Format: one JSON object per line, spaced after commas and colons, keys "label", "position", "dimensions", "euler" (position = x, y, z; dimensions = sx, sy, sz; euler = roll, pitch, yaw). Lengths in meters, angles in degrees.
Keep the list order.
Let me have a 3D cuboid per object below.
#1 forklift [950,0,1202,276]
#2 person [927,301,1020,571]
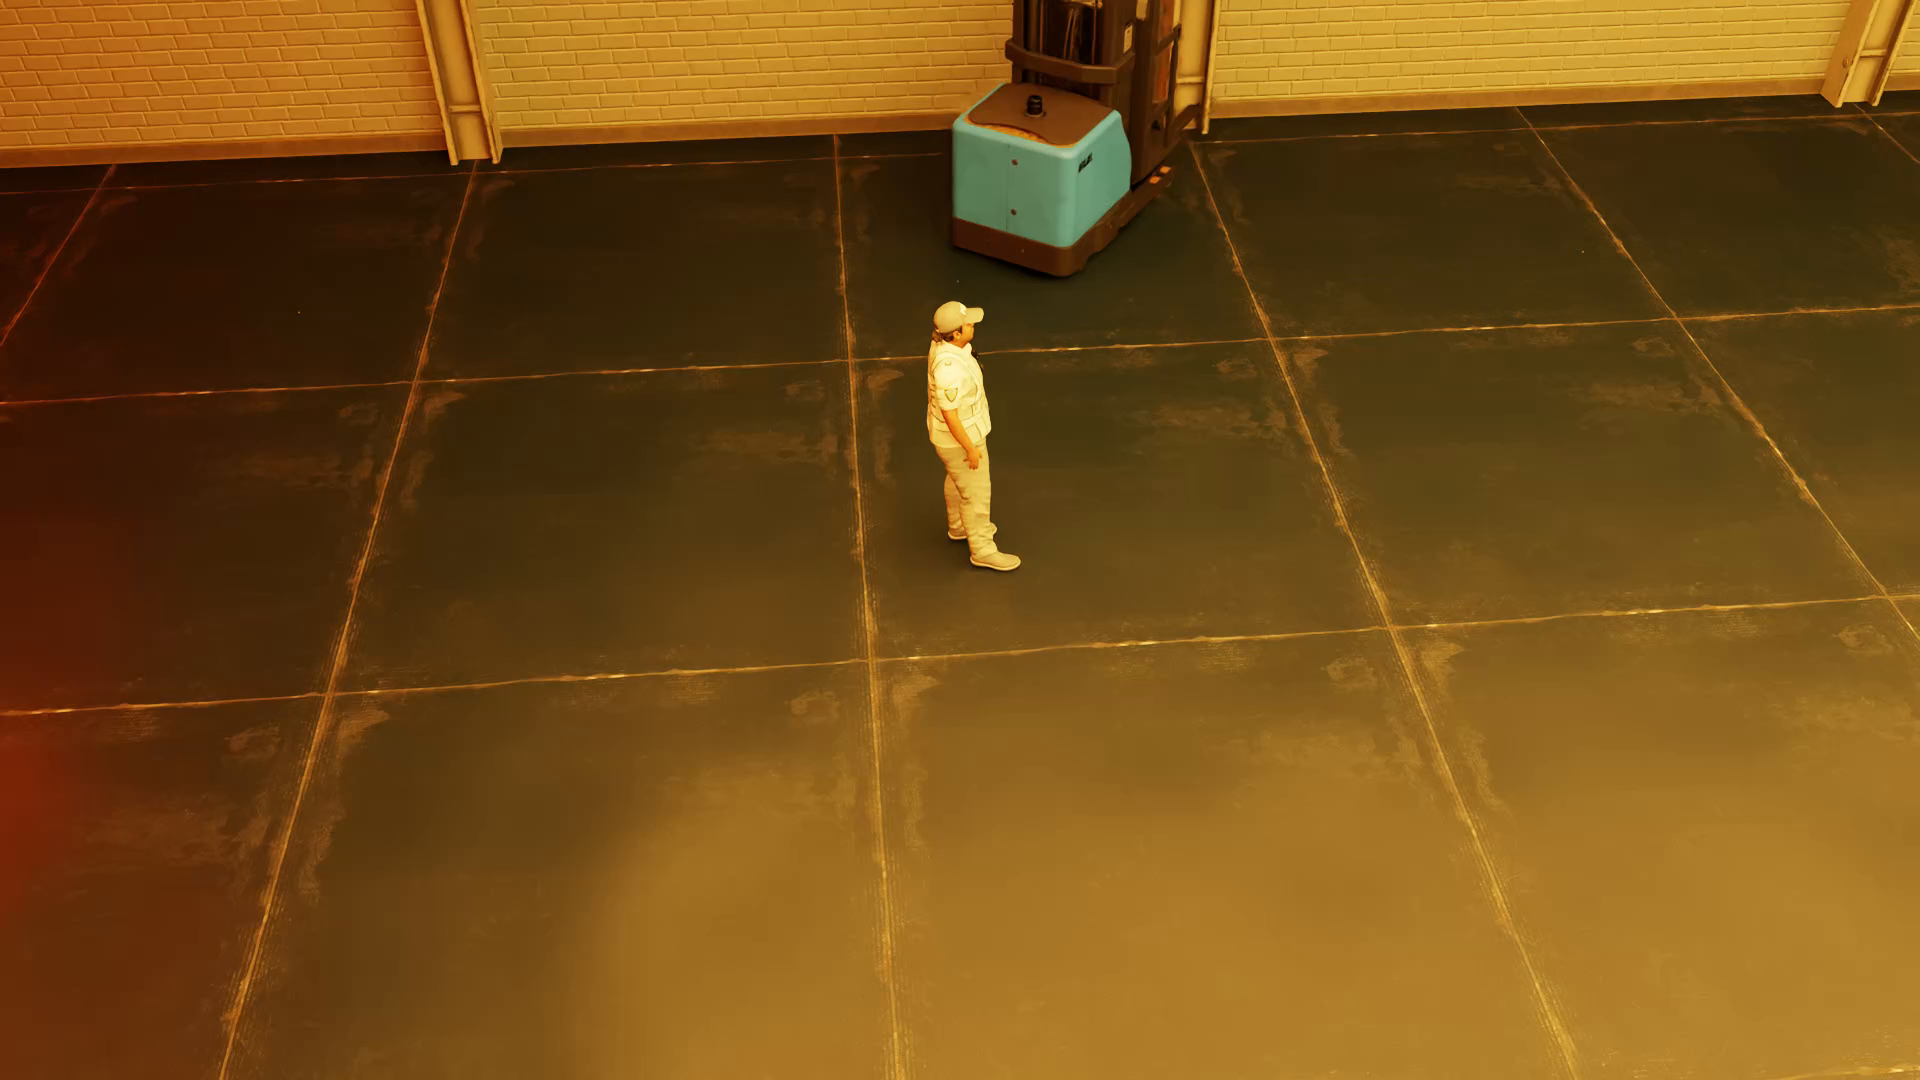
{"label": "forklift", "position": [1.097, -4.017, 12.634], "dimensions": [1.130, 2.935, 3.031], "euler": [21, 45, 22]}
{"label": "person", "position": [0.078, -0.628, 9.634], "dimensions": [0.529, 1.670, 0.598], "euler": [-3, 41, -4]}
